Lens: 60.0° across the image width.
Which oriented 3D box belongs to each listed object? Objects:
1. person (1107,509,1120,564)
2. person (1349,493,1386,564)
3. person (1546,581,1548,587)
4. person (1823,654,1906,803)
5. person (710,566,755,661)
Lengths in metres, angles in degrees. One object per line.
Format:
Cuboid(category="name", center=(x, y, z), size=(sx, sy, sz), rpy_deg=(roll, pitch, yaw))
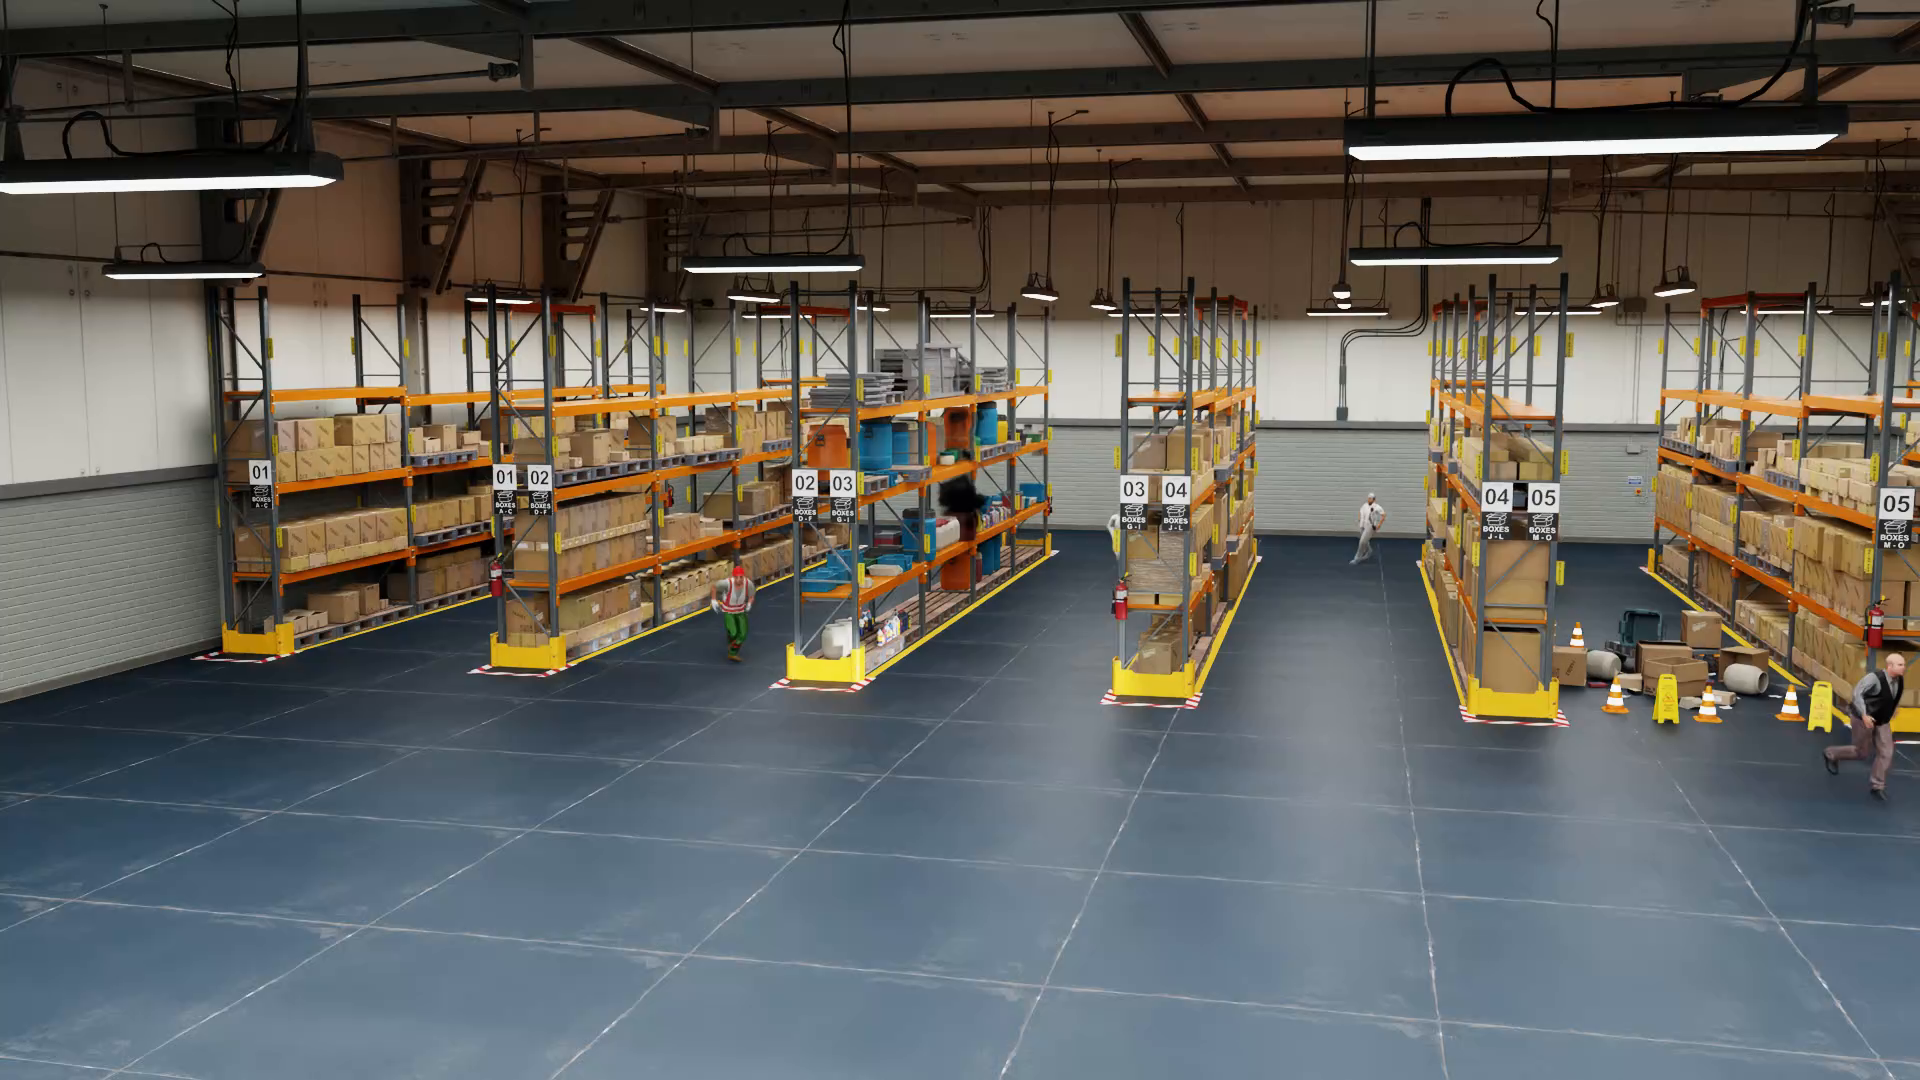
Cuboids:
Cuboid(category="person", center=(3.475, 0.000, 35.176), size=(0.699, 1.564, 0.869), rpy_deg=(2, 7, 15))
Cuboid(category="person", center=(9.507, -0.274, 38.806), size=(0.916, 1.653, 0.695), rpy_deg=(-5, 8, -35))
Cuboid(category="person", center=(12.255, 0.169, 35.163), size=(0.621, 1.587, 0.760), rpy_deg=(1, 7, 9))
Cuboid(category="person", center=(10.220, 2.055, 18.785), size=(0.671, 1.676, 0.940), rpy_deg=(-3, 7, -25))
Cuboid(category="person", center=(-3.613, 1.180, 26.509), size=(0.693, 1.590, 0.828), rpy_deg=(-2, 7, -20))
